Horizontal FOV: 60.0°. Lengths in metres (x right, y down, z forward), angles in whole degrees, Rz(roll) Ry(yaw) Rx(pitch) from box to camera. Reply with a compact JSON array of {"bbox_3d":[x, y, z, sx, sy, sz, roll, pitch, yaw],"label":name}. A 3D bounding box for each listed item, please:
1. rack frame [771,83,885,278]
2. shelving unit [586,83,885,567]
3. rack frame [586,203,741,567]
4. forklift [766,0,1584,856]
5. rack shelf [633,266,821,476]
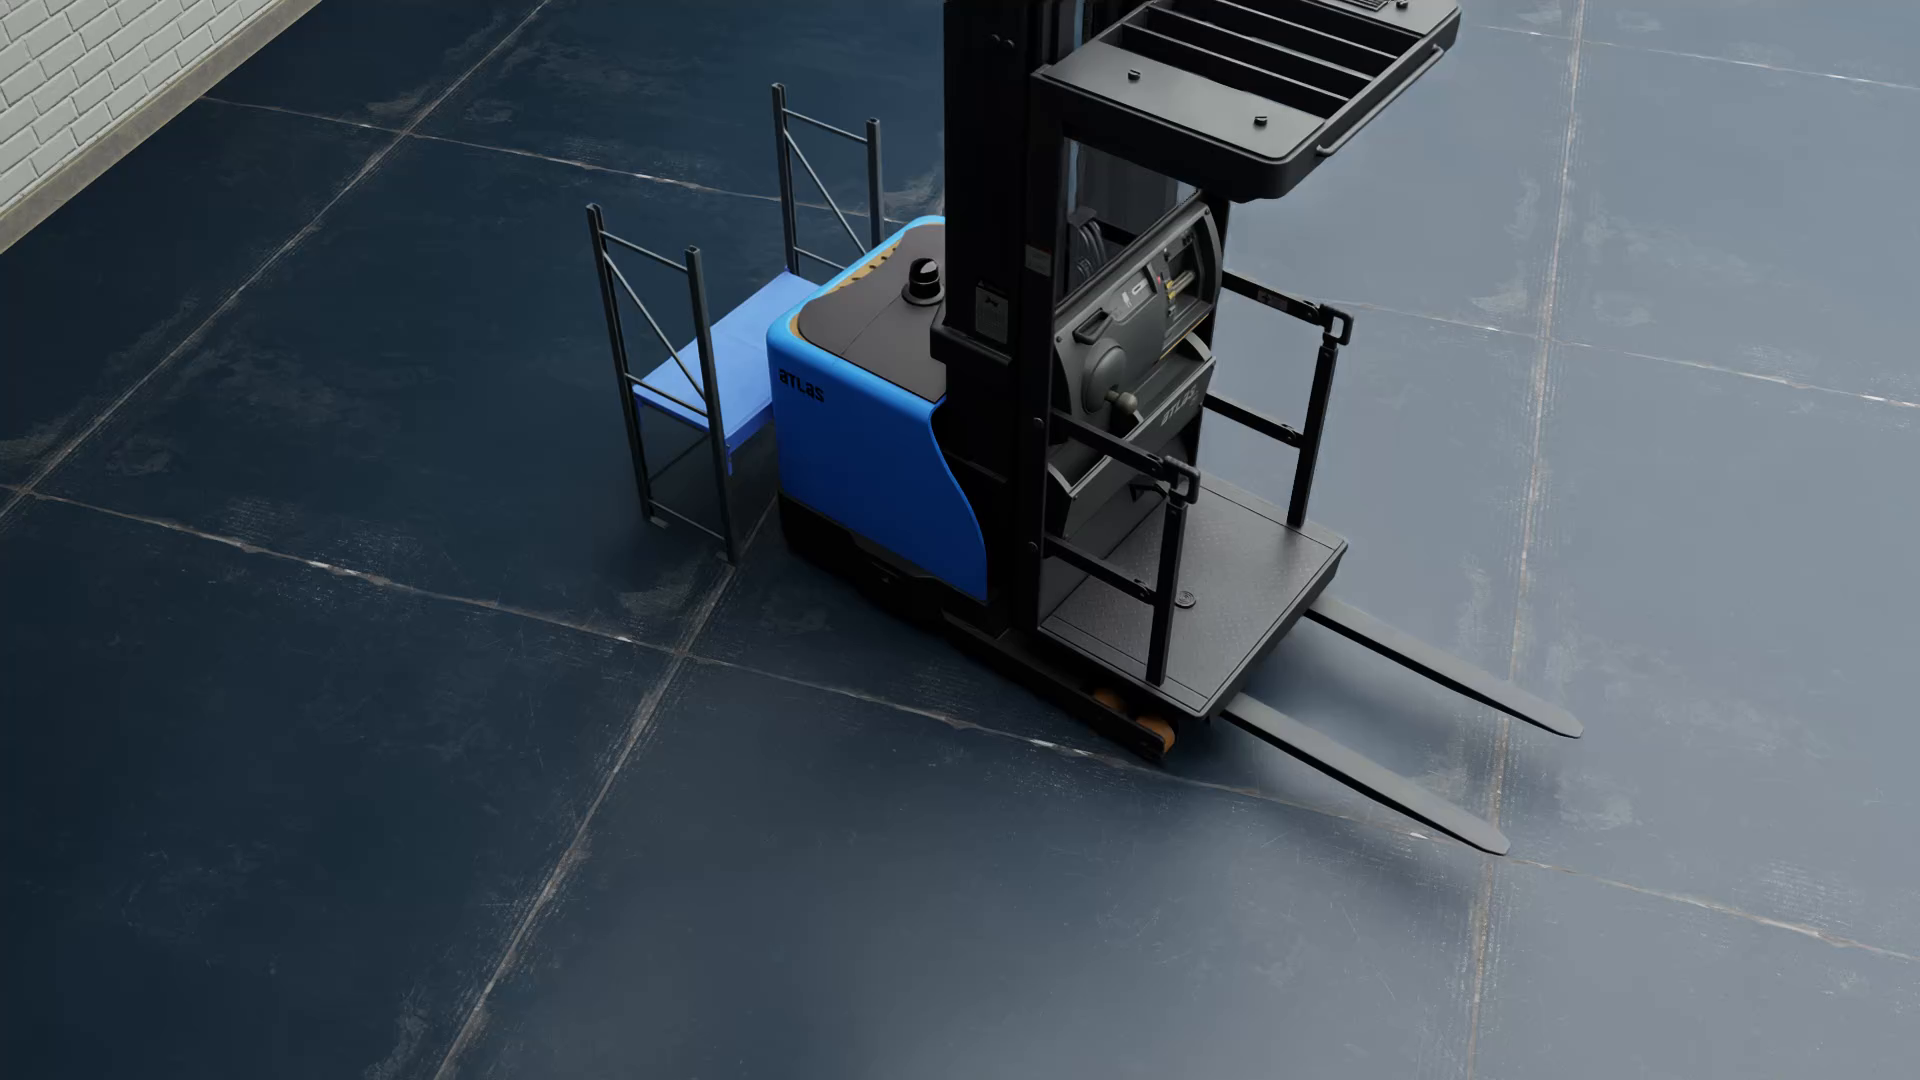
[{"bbox_3d":[-0.511,-1.119,6.821,0.500,1.500,0.032,26,50,24],"label":"rack frame"},{"bbox_3d":[-0.800,-0.826,6.522,0.538,1.500,1.048,26,50,24],"label":"shelving unit"},{"bbox_3d":[-1.090,-0.534,6.223,0.500,1.500,0.032,26,50,24],"label":"rack frame"},{"bbox_3d":[0.760,-0.691,5.361,3.031,2.935,1.130,28,51,26],"label":"forklift"},{"bbox_3d":[-0.800,-0.698,6.648,0.538,0.185,1.000,26,50,24],"label":"rack shelf"}]
